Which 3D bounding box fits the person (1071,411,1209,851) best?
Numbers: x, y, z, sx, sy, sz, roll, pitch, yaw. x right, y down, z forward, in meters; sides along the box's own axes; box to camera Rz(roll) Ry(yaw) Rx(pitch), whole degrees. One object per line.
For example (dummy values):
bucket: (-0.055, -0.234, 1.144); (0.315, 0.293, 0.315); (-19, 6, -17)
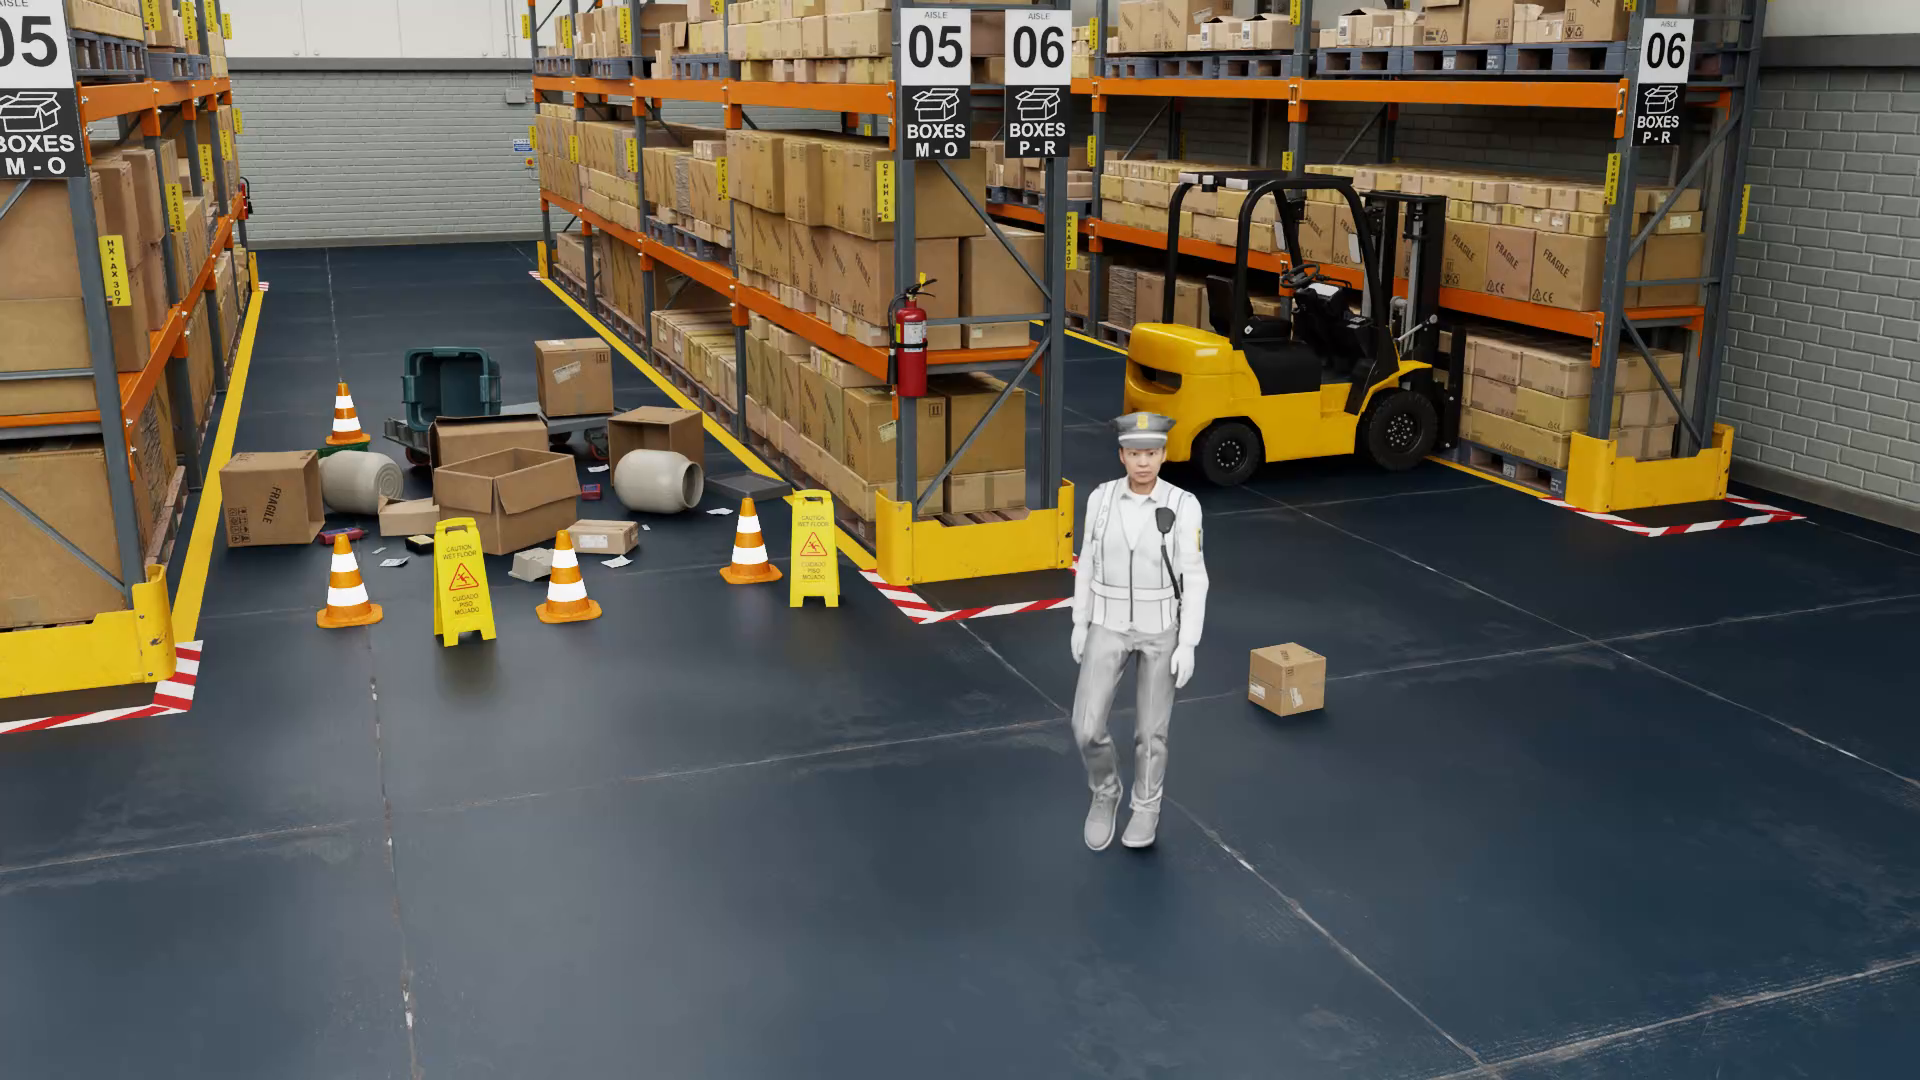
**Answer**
person: (0.645, 0.365, 6.131); (0.517, 1.716, 0.439); (4, 16, 13)
